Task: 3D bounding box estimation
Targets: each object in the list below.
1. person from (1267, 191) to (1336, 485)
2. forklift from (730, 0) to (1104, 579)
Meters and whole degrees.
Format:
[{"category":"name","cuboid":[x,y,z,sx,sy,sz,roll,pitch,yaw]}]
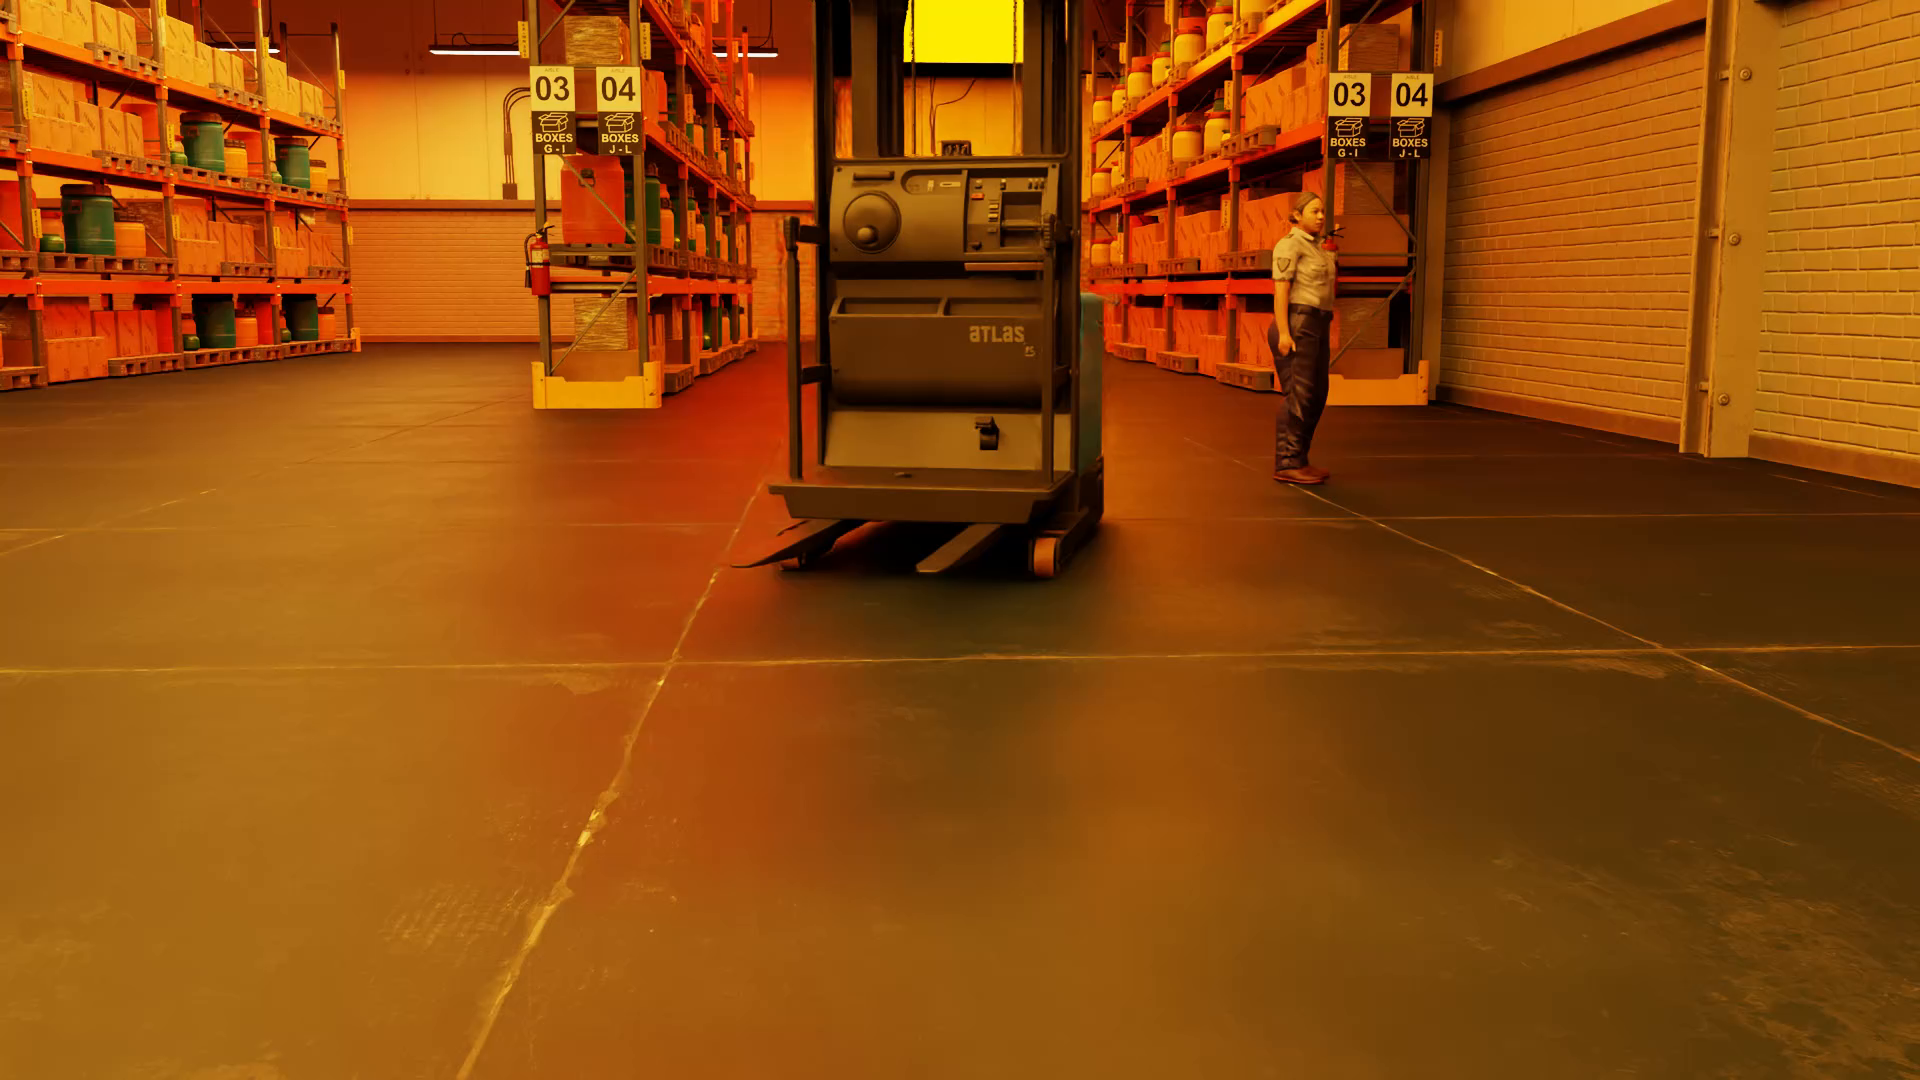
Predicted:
[{"category":"person","cuboid":[1.982,-1.163,9.548,0.379,1.651,0.549,5,10,29]},{"category":"forklift","cuboid":[-0.104,-1.358,6.477,1.130,2.935,3.031,2,9,11]}]
